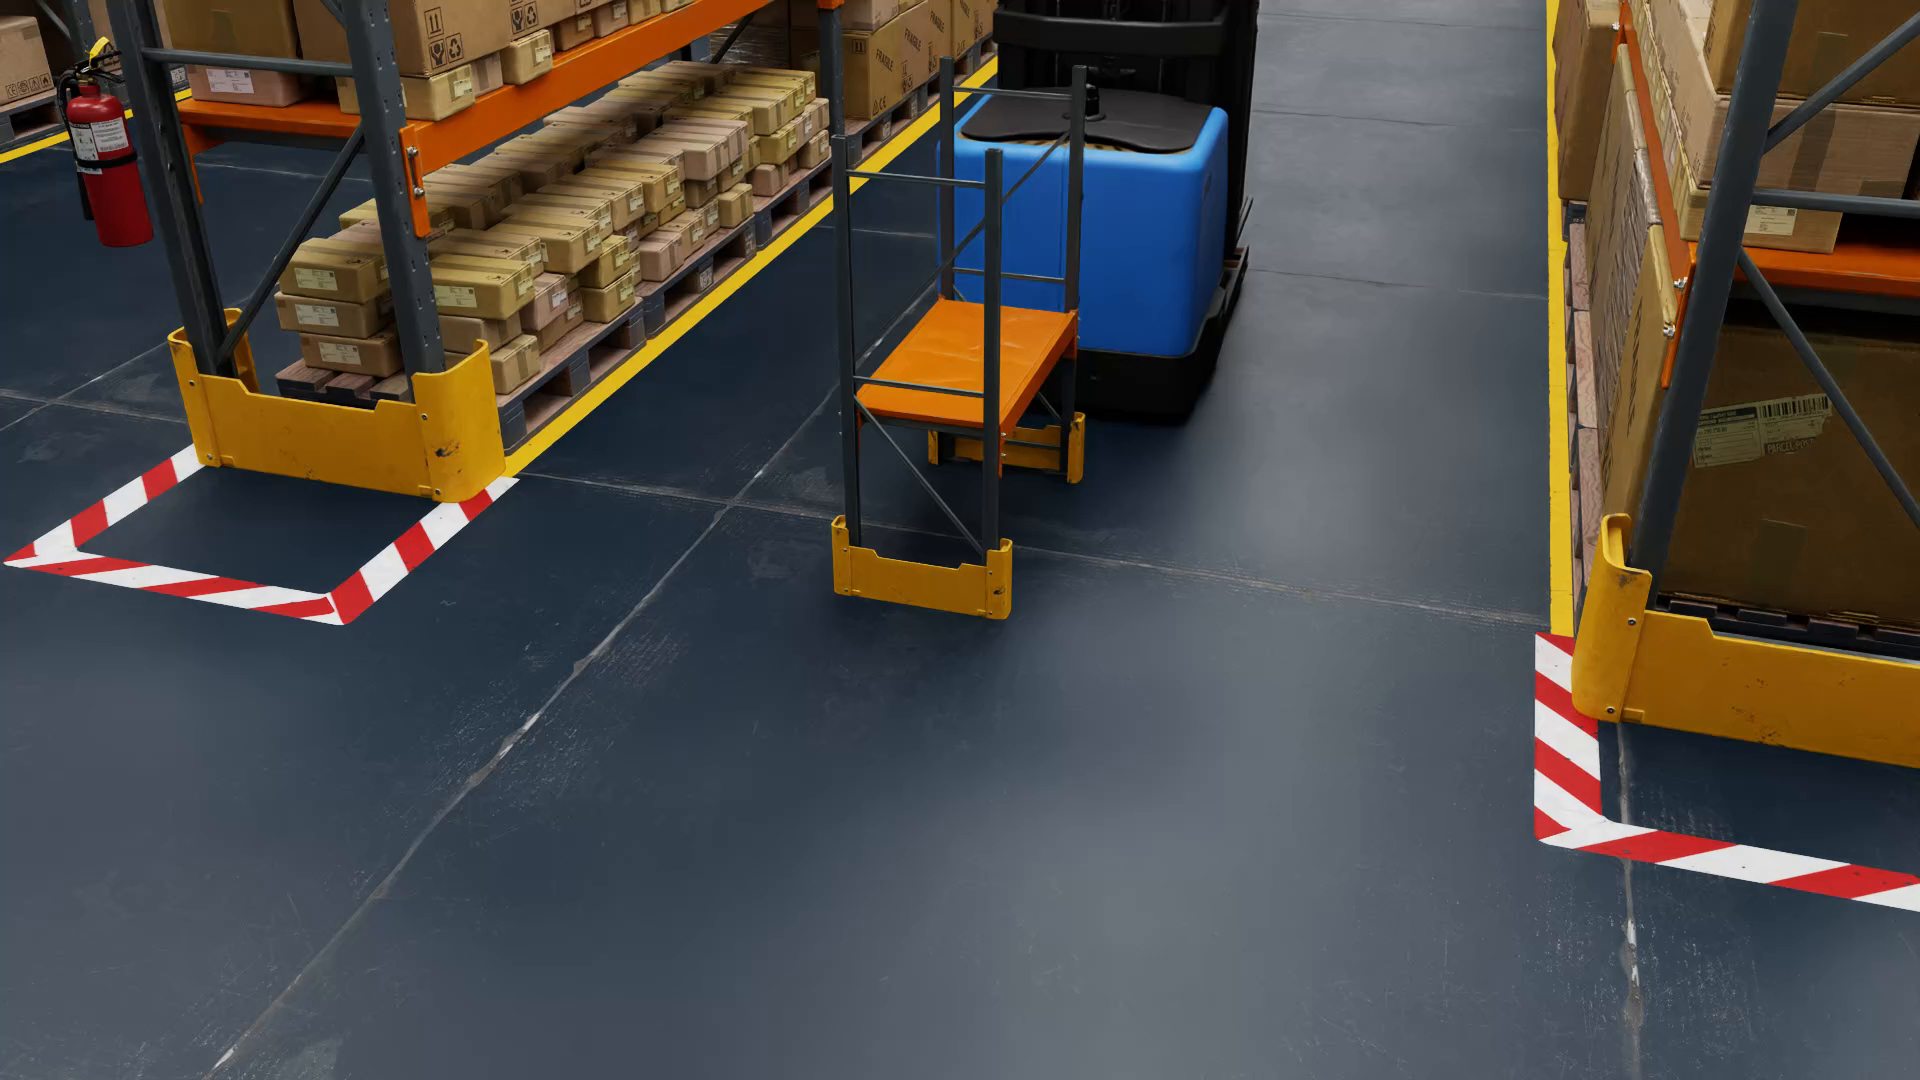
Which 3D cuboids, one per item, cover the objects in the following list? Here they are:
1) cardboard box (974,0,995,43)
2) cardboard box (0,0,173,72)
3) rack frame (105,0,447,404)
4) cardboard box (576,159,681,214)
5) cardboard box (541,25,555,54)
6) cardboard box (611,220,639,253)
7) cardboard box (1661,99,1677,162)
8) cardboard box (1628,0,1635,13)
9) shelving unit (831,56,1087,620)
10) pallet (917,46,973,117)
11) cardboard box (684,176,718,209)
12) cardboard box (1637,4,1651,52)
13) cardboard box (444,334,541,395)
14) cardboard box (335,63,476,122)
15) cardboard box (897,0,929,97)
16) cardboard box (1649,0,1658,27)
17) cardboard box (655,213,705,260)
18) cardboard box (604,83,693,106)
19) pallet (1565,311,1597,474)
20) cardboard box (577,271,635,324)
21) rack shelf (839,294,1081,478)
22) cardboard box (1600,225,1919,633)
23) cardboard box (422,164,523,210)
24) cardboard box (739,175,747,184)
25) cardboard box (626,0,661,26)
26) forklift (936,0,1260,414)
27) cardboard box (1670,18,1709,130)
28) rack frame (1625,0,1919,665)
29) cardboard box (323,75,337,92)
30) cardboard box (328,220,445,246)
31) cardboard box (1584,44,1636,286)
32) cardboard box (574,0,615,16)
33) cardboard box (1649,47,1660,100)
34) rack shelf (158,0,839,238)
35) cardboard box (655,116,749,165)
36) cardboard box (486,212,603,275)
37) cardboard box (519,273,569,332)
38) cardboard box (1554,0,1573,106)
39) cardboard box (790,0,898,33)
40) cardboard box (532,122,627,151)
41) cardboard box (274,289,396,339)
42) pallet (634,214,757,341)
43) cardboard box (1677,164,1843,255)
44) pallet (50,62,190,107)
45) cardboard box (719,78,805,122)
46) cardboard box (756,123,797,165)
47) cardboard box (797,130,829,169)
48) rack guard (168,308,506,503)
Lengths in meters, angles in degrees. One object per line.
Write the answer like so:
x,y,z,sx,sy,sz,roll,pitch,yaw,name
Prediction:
-0.066,-3.787,11.612,0.500,0.500,0.500,10,31,17,cardboard box
-5.797,-3.635,10.953,0.875,0.875,0.875,9,30,16,cardboard box
-2.315,-1.562,5.473,1.000,3.000,0.127,8,30,15,rack frame
-1.469,-1.569,7.374,0.380,0.149,0.250,9,30,16,cardboard box
-1.796,-1.938,6.406,0.380,0.149,0.250,10,31,17,cardboard box
-1.628,-1.323,7.237,0.380,0.149,0.250,7,30,12,cardboard box
2.411,-1.264,5.195,0.380,0.149,0.250,9,30,16,cardboard box
3.089,-2.345,7.138,0.380,0.149,0.250,7,30,13,cardboard box
0.022,-0.691,5.449,0.587,1.500,1.083,8,30,15,shelving unit
-0.557,-3.133,11.166,1.003,0.211,1.213,8,30,15,pallet
-1.380,-1.697,7.910,0.380,0.149,0.250,7,30,12,cardboard box
2.862,-1.981,6.483,0.380,0.149,0.250,8,30,14,cardboard box
-1.855,-0.698,6.419,0.380,0.149,0.250,9,30,16,cardboard box
-1.906,-1.556,5.720,0.380,0.149,0.250,8,30,14,cardboard box
-0.516,-3.064,10.312,0.500,0.500,0.500,10,31,17,cardboard box
2.886,-2.078,6.248,0.500,0.250,0.500,9,30,16,cardboard box
-1.414,-1.419,7.715,0.380,0.149,0.250,9,30,15,cardboard box
-1.604,-2.244,8.587,0.380,0.149,0.250,8,30,14,cardboard box
2.917,-0.537,6.498,1.003,0.211,1.213,8,30,15,pallet
-1.610,-1.051,7.054,0.380,0.149,0.250,9,30,15,cardboard box
0.025,-0.538,5.544,0.538,0.185,1.000,8,30,15,rack shelf
2.509,-0.371,5.086,0.875,0.875,0.875,8,30,15,cardboard box
-2.156,-1.533,7.309,0.380,0.149,0.250,10,31,17,cardboard box
-1.295,-1.782,8.369,0.380,0.149,0.250,8,30,14,cardboard box
-1.497,-2.289,7.037,0.380,0.149,0.250,10,30,17,cardboard box
0.765,-2.473,7.180,1.130,2.935,3.031,7,30,13,forklift
2.435,-1.371,4.977,0.500,0.250,0.500,8,30,14,cardboard box
2.397,-0.808,4.116,1.000,3.000,0.127,8,30,15,rack frame
-2.380,-1.755,6.077,0.380,0.149,0.250,8,30,15,cardboard box
-2.273,-1.151,6.622,0.380,0.149,0.250,9,30,16,cardboard box
3.301,-1.626,7.341,0.875,0.875,0.875,8,30,15,cardboard box
-1.630,-2.383,6.540,0.500,0.500,0.500,9,30,16,cardboard box
2.636,-1.621,5.836,0.380,0.149,0.250,9,30,16,cardboard box
-1.728,-2.177,7.318,1.077,0.370,4.000,8,30,15,rack shelf
-1.241,-1.927,8.017,0.380,0.149,0.250,7,30,12,cardboard box
-1.674,-1.199,6.708,0.380,0.149,0.250,8,30,15,cardboard box
-1.781,-0.956,6.578,0.380,0.149,0.250,8,30,15,cardboard box
4.254,-3.049,9.900,1.225,0.875,0.875,9,30,15,cardboard box
-0.671,-3.146,9.687,0.500,0.250,0.500,7,30,13,cardboard box
-1.813,-1.875,7.923,0.380,0.149,0.250,7,30,13,cardboard box
-2.433,-0.916,6.506,0.380,0.149,0.250,8,30,14,cardboard box
-1.660,-1.317,7.900,1.003,0.211,1.213,8,30,15,pallet
2.187,-0.910,4.559,0.380,0.149,0.250,9,30,16,cardboard box
-5.748,-3.231,11.342,1.003,0.211,1.213,8,30,15,pallet
-1.033,-2.292,8.673,0.380,0.149,0.250,9,30,15,cardboard box
-1.058,-2.043,8.531,0.380,0.149,0.250,7,30,13,cardboard box
-0.930,-2.128,8.990,0.380,0.149,0.250,9,30,16,cardboard box
-2.292,-0.505,6.144,1.175,0.500,0.348,8,30,15,rack guard
